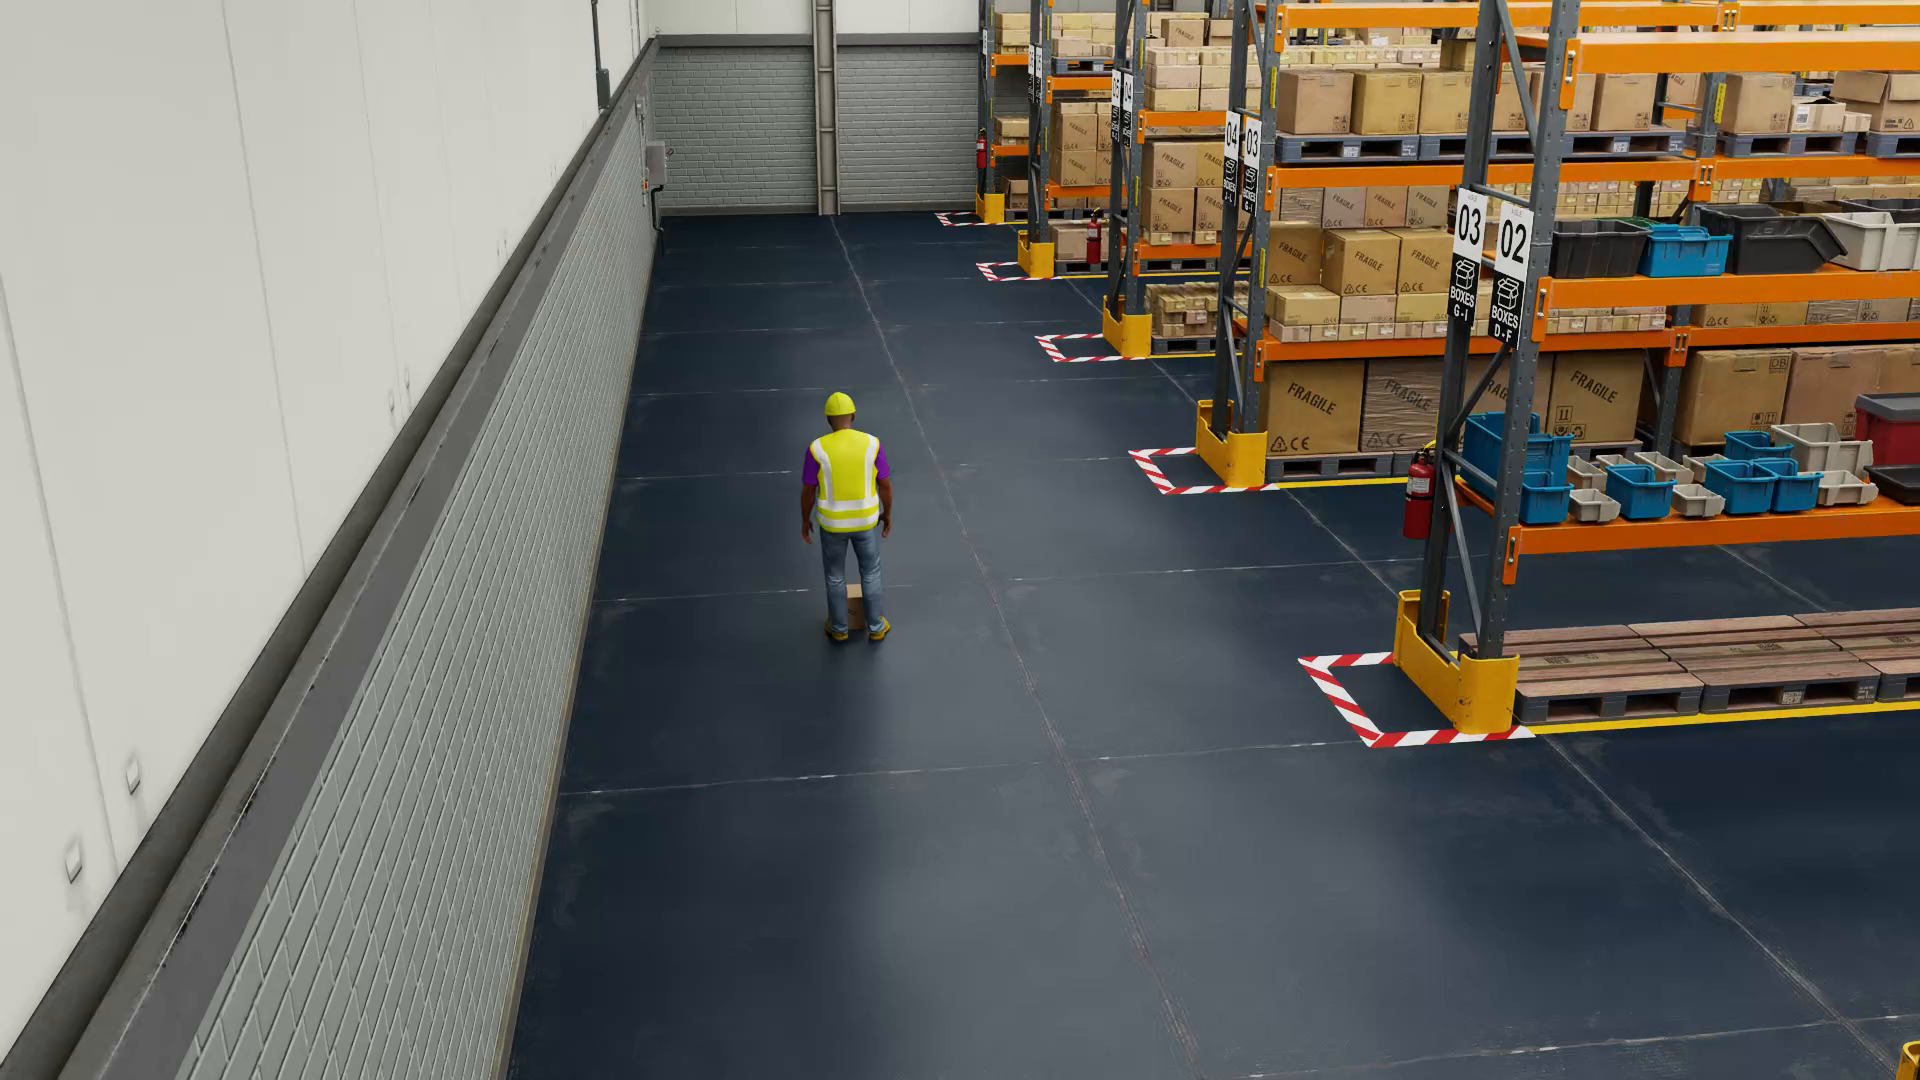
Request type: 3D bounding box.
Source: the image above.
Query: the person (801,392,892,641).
[{"bbox_3d":[-0.780,-0.149,11.456,0.636,1.761,0.454,-4,20,-10],"label":"person"}]
